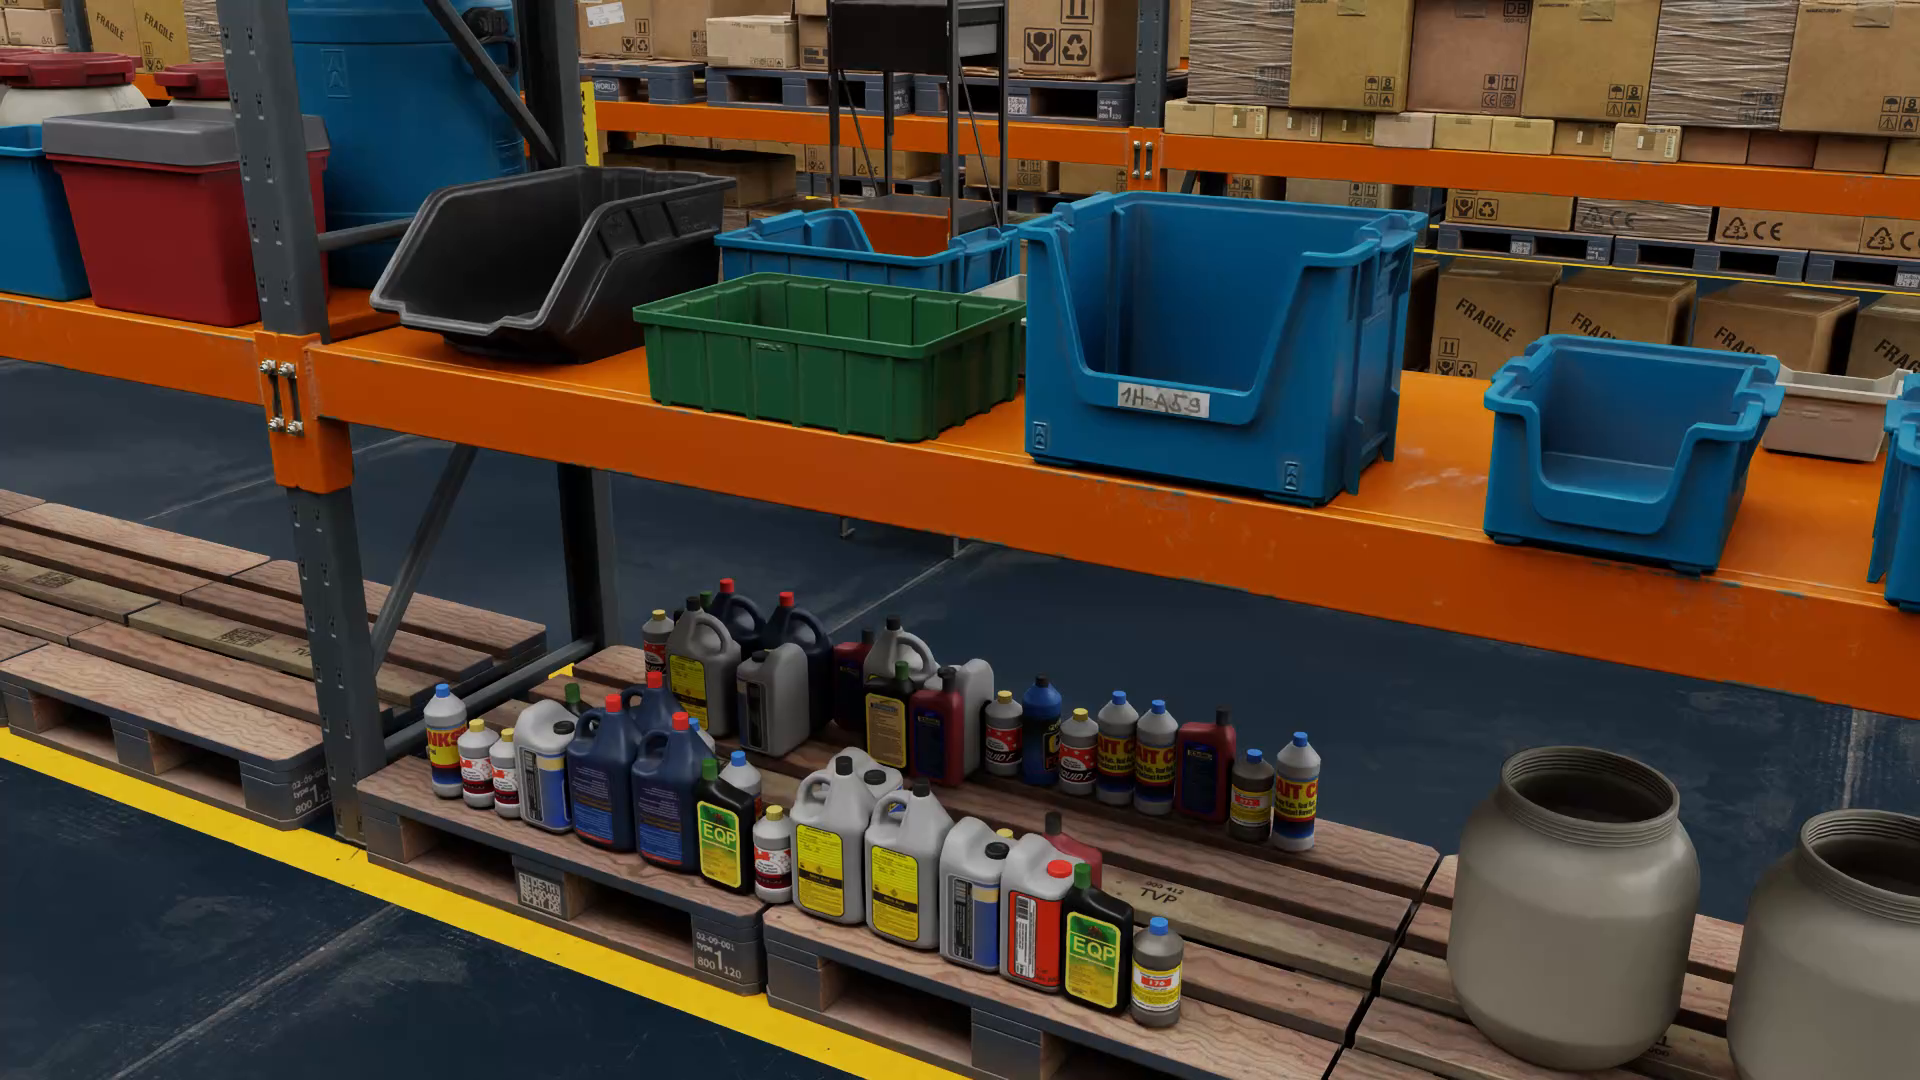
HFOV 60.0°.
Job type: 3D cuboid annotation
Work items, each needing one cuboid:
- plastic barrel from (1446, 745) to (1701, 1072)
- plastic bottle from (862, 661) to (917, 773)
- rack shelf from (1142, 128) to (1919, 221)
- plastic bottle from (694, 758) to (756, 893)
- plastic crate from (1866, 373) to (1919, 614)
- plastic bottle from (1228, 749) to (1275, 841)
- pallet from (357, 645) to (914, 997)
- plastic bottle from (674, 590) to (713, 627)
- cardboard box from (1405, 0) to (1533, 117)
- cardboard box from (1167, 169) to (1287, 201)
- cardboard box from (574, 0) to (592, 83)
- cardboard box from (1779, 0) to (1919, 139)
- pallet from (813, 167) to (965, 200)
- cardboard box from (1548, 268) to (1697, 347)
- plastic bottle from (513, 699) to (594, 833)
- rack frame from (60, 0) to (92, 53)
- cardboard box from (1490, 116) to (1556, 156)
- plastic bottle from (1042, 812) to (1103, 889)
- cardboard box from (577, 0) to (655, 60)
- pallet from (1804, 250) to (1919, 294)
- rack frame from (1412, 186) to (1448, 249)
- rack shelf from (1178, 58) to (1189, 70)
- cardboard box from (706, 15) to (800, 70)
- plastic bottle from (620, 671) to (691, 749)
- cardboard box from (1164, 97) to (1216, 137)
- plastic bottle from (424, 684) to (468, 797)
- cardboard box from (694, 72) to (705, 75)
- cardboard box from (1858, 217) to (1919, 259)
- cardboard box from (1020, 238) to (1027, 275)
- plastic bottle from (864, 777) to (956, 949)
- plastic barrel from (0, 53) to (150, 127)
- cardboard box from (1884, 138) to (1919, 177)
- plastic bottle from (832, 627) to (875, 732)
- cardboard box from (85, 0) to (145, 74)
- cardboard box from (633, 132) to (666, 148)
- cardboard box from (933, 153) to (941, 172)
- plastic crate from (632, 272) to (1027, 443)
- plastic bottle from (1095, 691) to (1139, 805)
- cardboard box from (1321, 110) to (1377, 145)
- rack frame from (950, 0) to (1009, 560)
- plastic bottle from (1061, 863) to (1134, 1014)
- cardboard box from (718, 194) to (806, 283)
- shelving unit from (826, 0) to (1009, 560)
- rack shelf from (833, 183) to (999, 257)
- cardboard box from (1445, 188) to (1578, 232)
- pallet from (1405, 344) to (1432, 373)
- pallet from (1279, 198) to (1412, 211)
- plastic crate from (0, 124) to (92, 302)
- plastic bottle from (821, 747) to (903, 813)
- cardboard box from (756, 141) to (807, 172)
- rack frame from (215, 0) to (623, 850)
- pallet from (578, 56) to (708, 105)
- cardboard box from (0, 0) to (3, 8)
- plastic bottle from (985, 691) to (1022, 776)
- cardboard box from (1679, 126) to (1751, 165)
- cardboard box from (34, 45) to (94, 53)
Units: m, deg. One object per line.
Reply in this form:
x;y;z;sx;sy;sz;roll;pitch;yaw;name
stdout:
1.144;0.684;3.113;0.421;0.512;0.421;0;20;0;plastic barrel
-0.174;0.429;4.123;0.133;0.283;0.061;11;23;27;plastic bottle
2.863;-1.587;7.396;4.000;0.370;1.077;11;23;27;rack shelf
-0.508;0.616;3.606;0.133;0.283;0.061;12;23;30;plastic bottle
1.610;-0.042;2.301;0.616;0.251;0.499;11;23;27;plastic crate
0.672;0.579;3.828;0.097;0.201;0.097;0;20;0;plastic bottle
-0.733;0.652;4.259;1.213;0.211;1.003;11;23;27;pallet
-0.718;0.269;4.564;0.133;0.283;0.061;12;23;30;plastic bottle
2.384;-2.204;7.461;0.500;0.500;0.875;11;23;27;cardboard box
2.198;-3.095;13.182;0.750;0.750;1.050;11;23;27;cardboard box
-2.667;-3.132;10.453;0.500;0.500;0.500;12;23;29;cardboard box
3.647;-1.926;6.694;0.500;0.500;0.875;11;23;27;cardboard box
-0.550;-3.202;14.883;1.213;0.211;1.003;11;23;27;pallet
2.996;-0.923;7.559;0.500;0.500;0.500;13;24;32;cardboard box
-0.939;0.520;3.883;0.135;0.276;0.152;12;23;29;plastic bottle
-5.868;-3.588;11.858;0.127;3.000;1.000;11;23;27;rack frame
2.474;-1.769;7.211;0.250;0.149;0.380;11;23;27;cardboard box
0.221;0.695;3.387;0.133;0.283;0.061;11;23;27;plastic bottle
-1.884;-3.089;9.720;0.500;0.500;0.500;8;21;21;cardboard box
6.380;-1.851;11.158;1.213;0.211;1.003;11;23;27;pallet
3.624;-3.717;12.214;0.127;3.000;1.000;11;23;27;rack frame
1.878;-3.712;13.254;4.000;0.370;1.077;11;23;27;rack shelf
-1.024;-2.703;9.021;0.500;0.250;0.500;10;22;26;cardboard box
-0.726;0.470;3.910;0.185;0.351;0.144;11;23;27;plastic bottle
1.158;-2.014;7.887;0.250;0.149;0.380;11;23;27;cardboard box
-1.234;0.476;4.010;0.097;0.271;0.097;0;20;0;plastic bottle
-2.587;-4.374;15.975;0.500;0.250;0.500;10;22;26;cardboard box
6.492;-2.344;10.928;0.875;0.875;0.875;11;23;28;cardboard box
0.591;-1.398;8.840;0.500;0.500;0.700;9;22;23;cardboard box
-0.098;0.646;3.425;0.185;0.351;0.144;12;23;30;plastic bottle
-2.668;-1.193;5.057;0.433;0.535;0.433;0;20;0;plastic barrel
3.798;-1.528;6.548;0.250;0.149;0.380;11;23;27;cardboard box
-0.266;0.355;4.326;0.133;0.283;0.061;13;23;31;plastic bottle
-5.588;-3.484;11.425;0.500;0.500;0.500;11;23;27;cardboard box
-2.845;-3.868;15.680;0.500;0.500;0.500;12;23;29;cardboard box
-0.361;-3.598;14.936;0.500;0.500;0.500;10;22;25;cardboard box
-0.251;-0.374;3.307;0.662;0.188;0.450;11;23;27;plastic crate
0.376;0.490;3.972;0.097;0.271;0.097;0;20;0;plastic bottle
1.824;-1.897;7.563;0.250;0.149;0.380;11;23;27;cardboard box
0.069;-0.974;5.971;0.015;2.100;0.400;11;23;27;rack frame
0.265;0.763;3.200;0.133;0.283;0.061;11;23;29;plastic bottle
-1.290;-1.761;9.841;0.500;0.500;0.700;9;22;23;cardboard box
-0.145;-1.015;6.083;0.503;2.100;0.431;11;23;27;shelving unit
-0.145;-1.002;6.088;0.480;0.518;0.431;11;23;27;rack shelf
4.139;-2.791;12.159;0.875;0.875;0.875;11;23;28;cardboard box
1.720;-0.846;8.387;1.213;0.211;1.003;11;23;27;pallet
2.913;-2.512;12.982;1.213;0.211;1.003;11;23;27;pallet
-2.414;-0.866;4.378;0.575;0.384;0.392;11;23;27;plastic crate
-0.210;0.602;3.656;0.135;0.276;0.152;11;23;27;plastic bottle
-1.491;-3.607;14.960;0.500;0.500;0.500;10;22;25;cardboard box
-1.299;-0.783;4.125;0.127;3.000;1.000;11;23;27;rack frame
-1.701;-2.746;9.817;1.003;0.211;1.213;11;23;27;pallet
-6.835;-4.091;11.929;0.500;0.500;0.500;11;23;28;cardboard box
0.110;0.472;4.123;0.097;0.201;0.097;0;20;0;plastic bottle
3.160;-1.663;6.920;0.250;0.149;0.380;11;23;27;cardboard box
-6.293;-3.423;11.771;0.250;0.149;0.380;11;23;28;cardboard box
